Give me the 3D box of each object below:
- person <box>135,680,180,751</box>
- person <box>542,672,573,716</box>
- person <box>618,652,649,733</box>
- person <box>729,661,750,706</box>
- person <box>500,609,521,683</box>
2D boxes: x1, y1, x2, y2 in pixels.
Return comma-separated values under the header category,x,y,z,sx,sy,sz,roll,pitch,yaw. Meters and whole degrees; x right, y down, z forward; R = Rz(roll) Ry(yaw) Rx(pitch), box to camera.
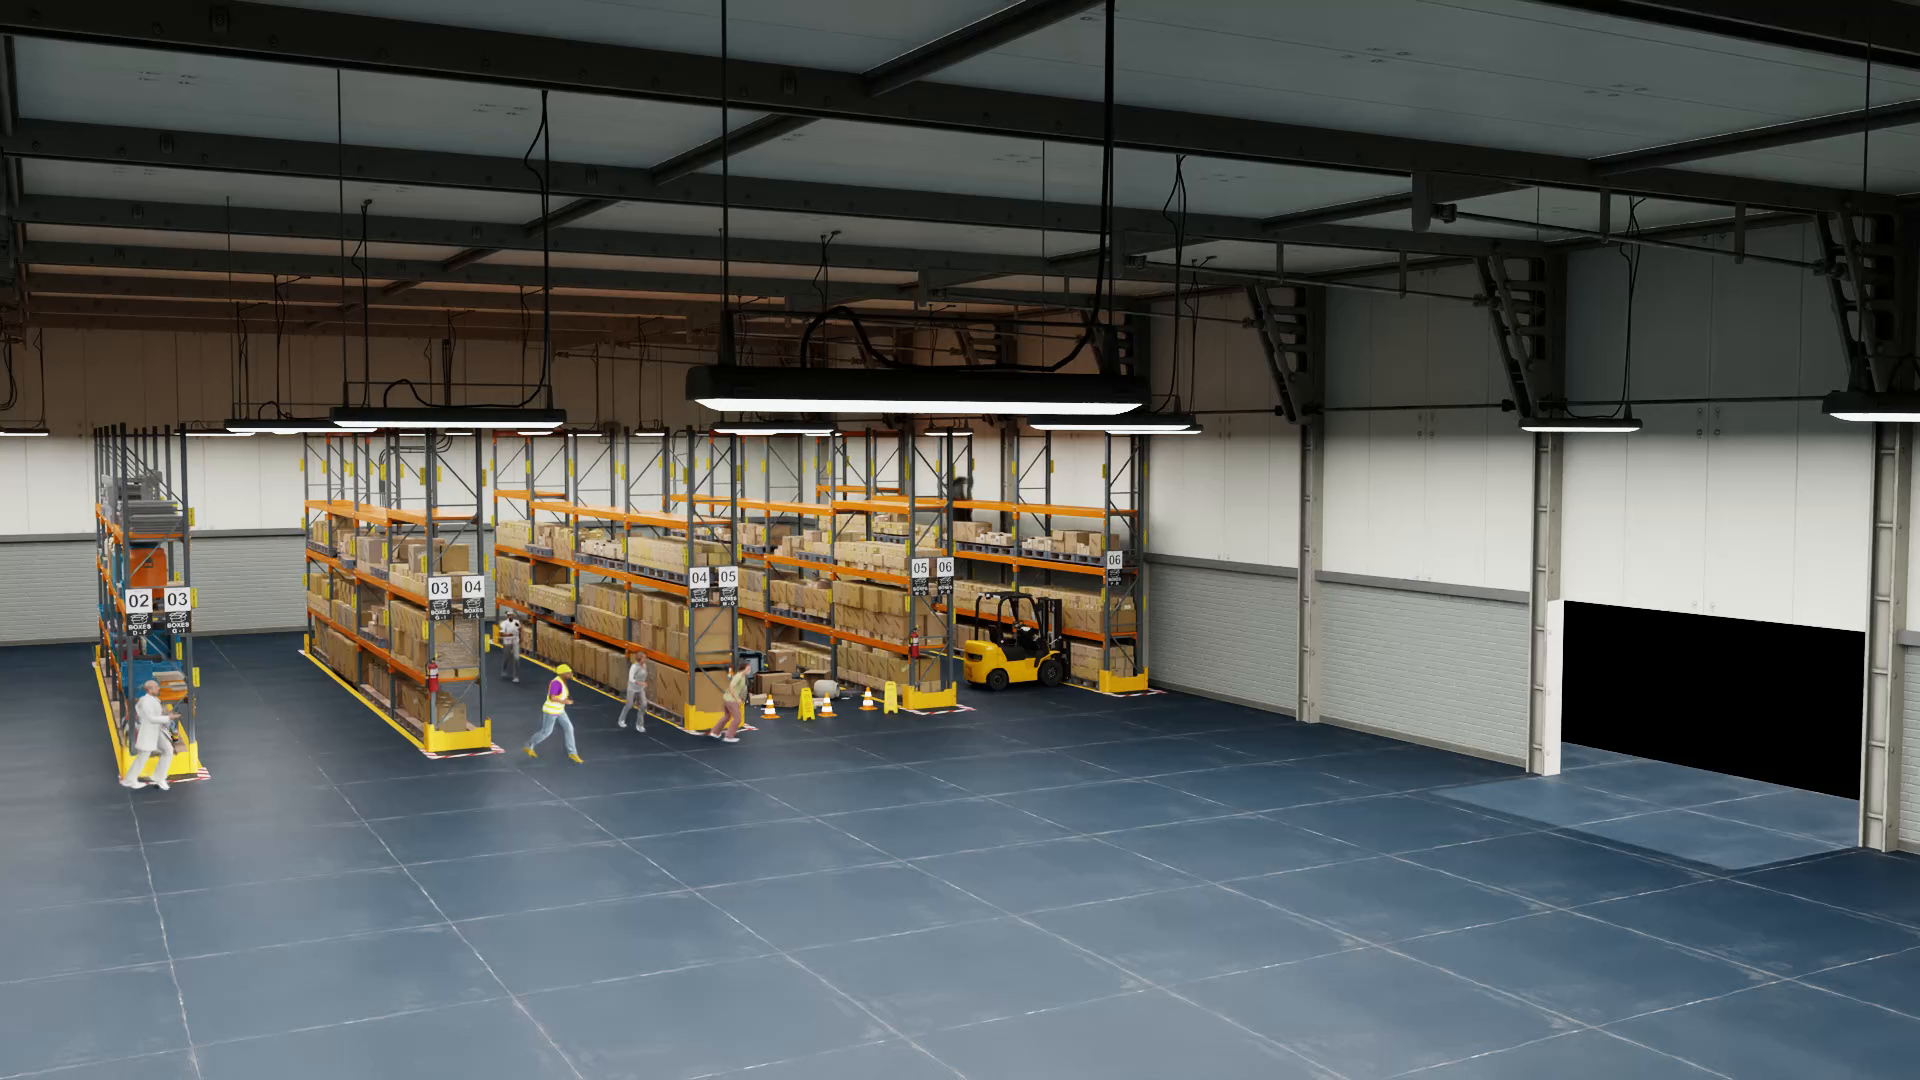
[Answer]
category,x,y,z,sx,sy,sz,roll,pitch,yaw
person,-13.107,2.853,27.074,0.767,1.142,0.656,-1,3,-9
person,-7.096,2.658,29.328,0.612,0.845,0.682,1,4,10
person,-6.381,2.972,32.668,0.809,1.597,0.523,3,5,42
person,-4.153,2.703,31.466,0.398,0.837,0.554,0,3,-3
person,-10.682,2.489,39.502,0.519,1.741,0.893,-1,4,-23
